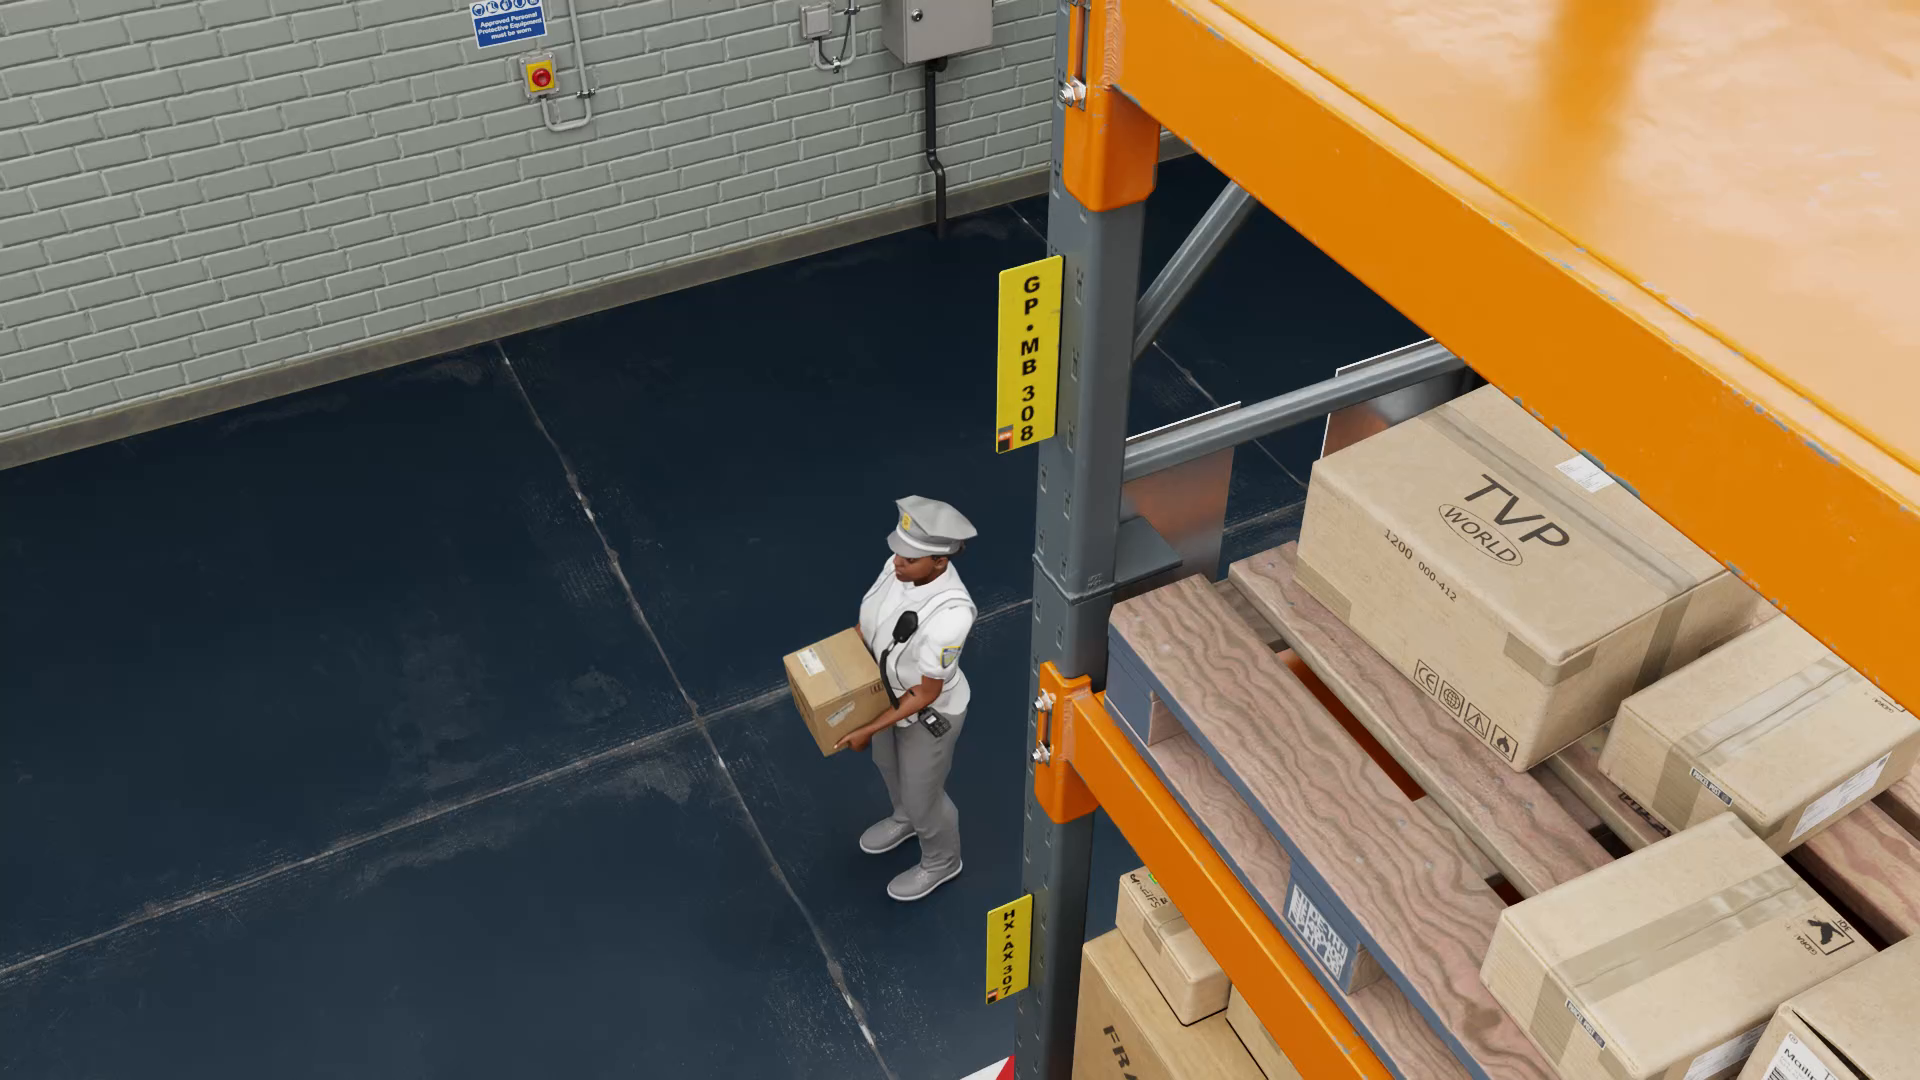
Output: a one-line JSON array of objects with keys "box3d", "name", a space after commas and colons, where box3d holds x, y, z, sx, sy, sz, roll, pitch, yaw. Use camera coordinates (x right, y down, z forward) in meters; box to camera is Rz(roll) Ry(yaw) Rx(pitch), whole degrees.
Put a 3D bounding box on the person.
[{"box3d": [-0.220, 0.550, 5.520, 0.535, 1.687, 0.451, -18, 45, -19], "name": "person"}]
